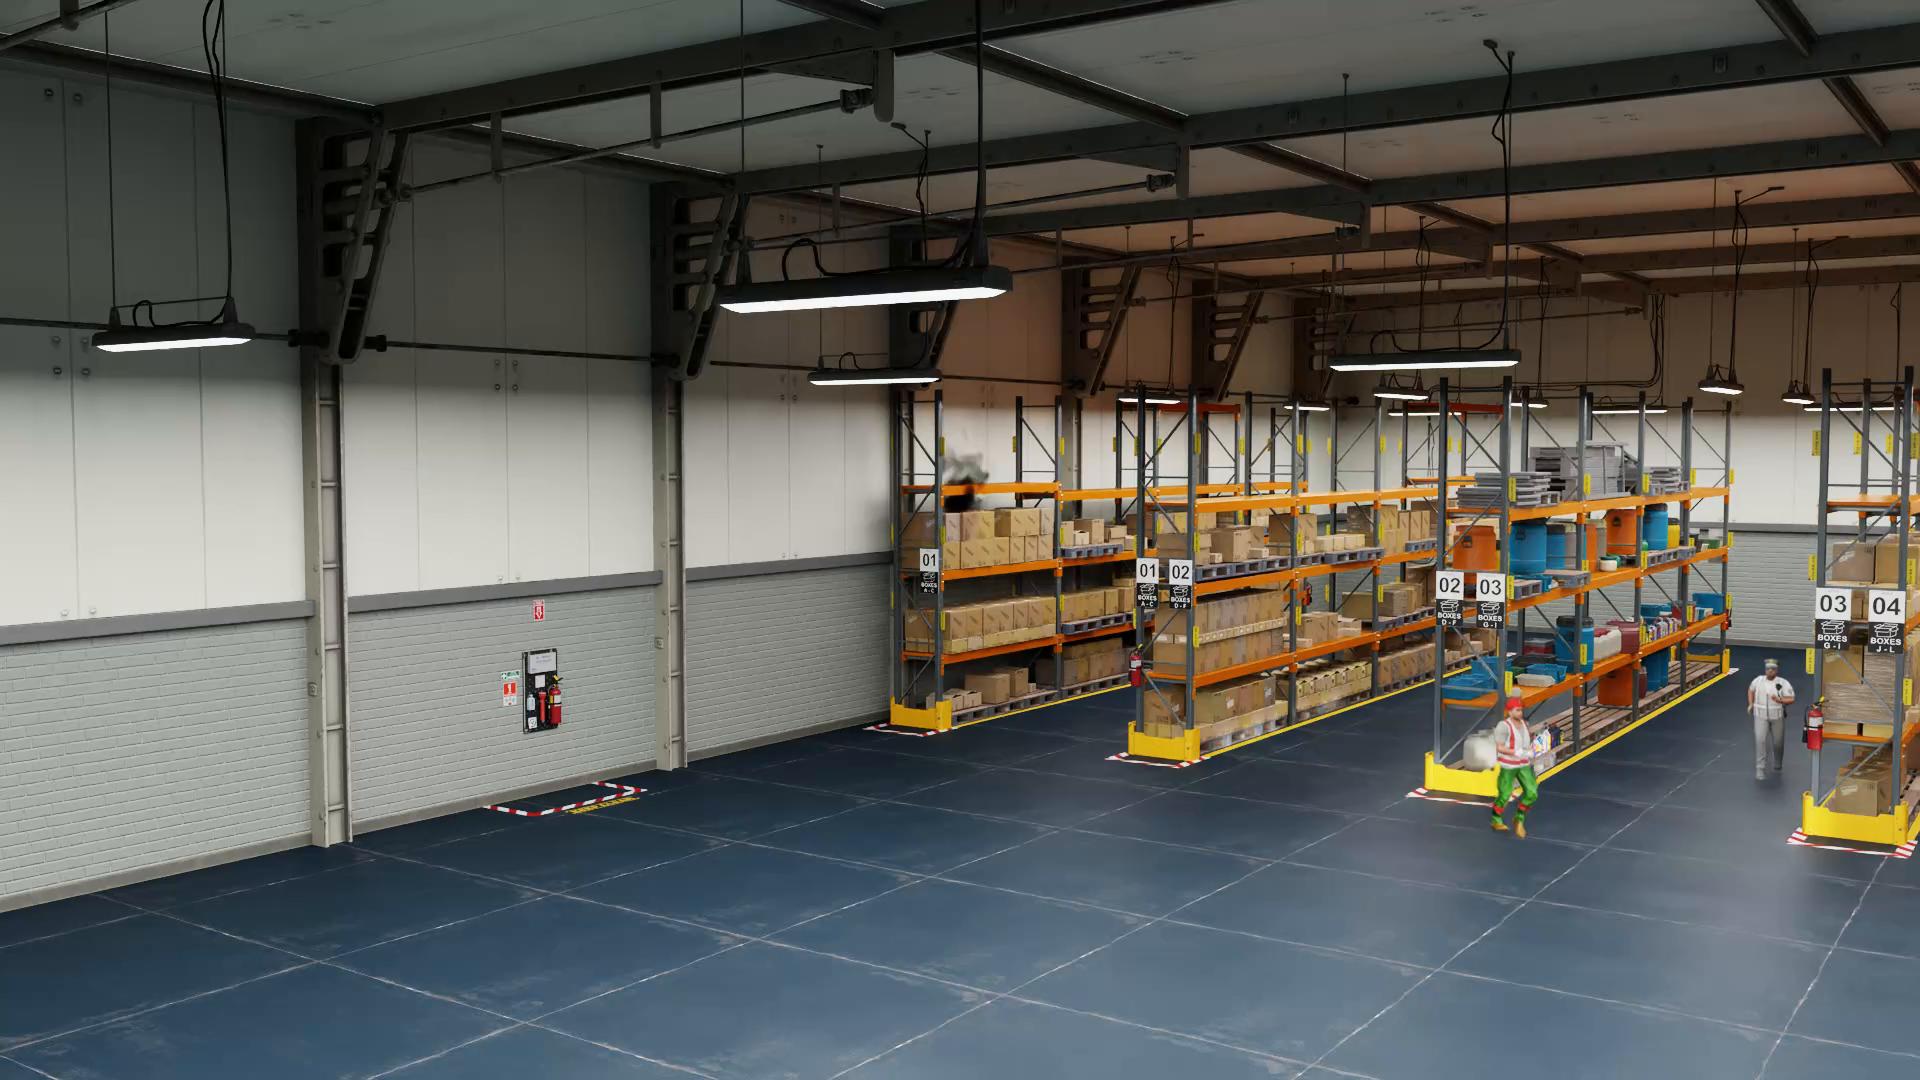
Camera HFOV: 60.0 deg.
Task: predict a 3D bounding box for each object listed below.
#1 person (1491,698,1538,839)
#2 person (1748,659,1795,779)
[{"bbox_3d":[7.103,2.914,21.253,0.636,1.796,0.799,-1,3,-17],"label":"person"},{"bbox_3d":[12.258,2.675,25.165,0.661,1.773,0.984,2,4,31],"label":"person"}]
